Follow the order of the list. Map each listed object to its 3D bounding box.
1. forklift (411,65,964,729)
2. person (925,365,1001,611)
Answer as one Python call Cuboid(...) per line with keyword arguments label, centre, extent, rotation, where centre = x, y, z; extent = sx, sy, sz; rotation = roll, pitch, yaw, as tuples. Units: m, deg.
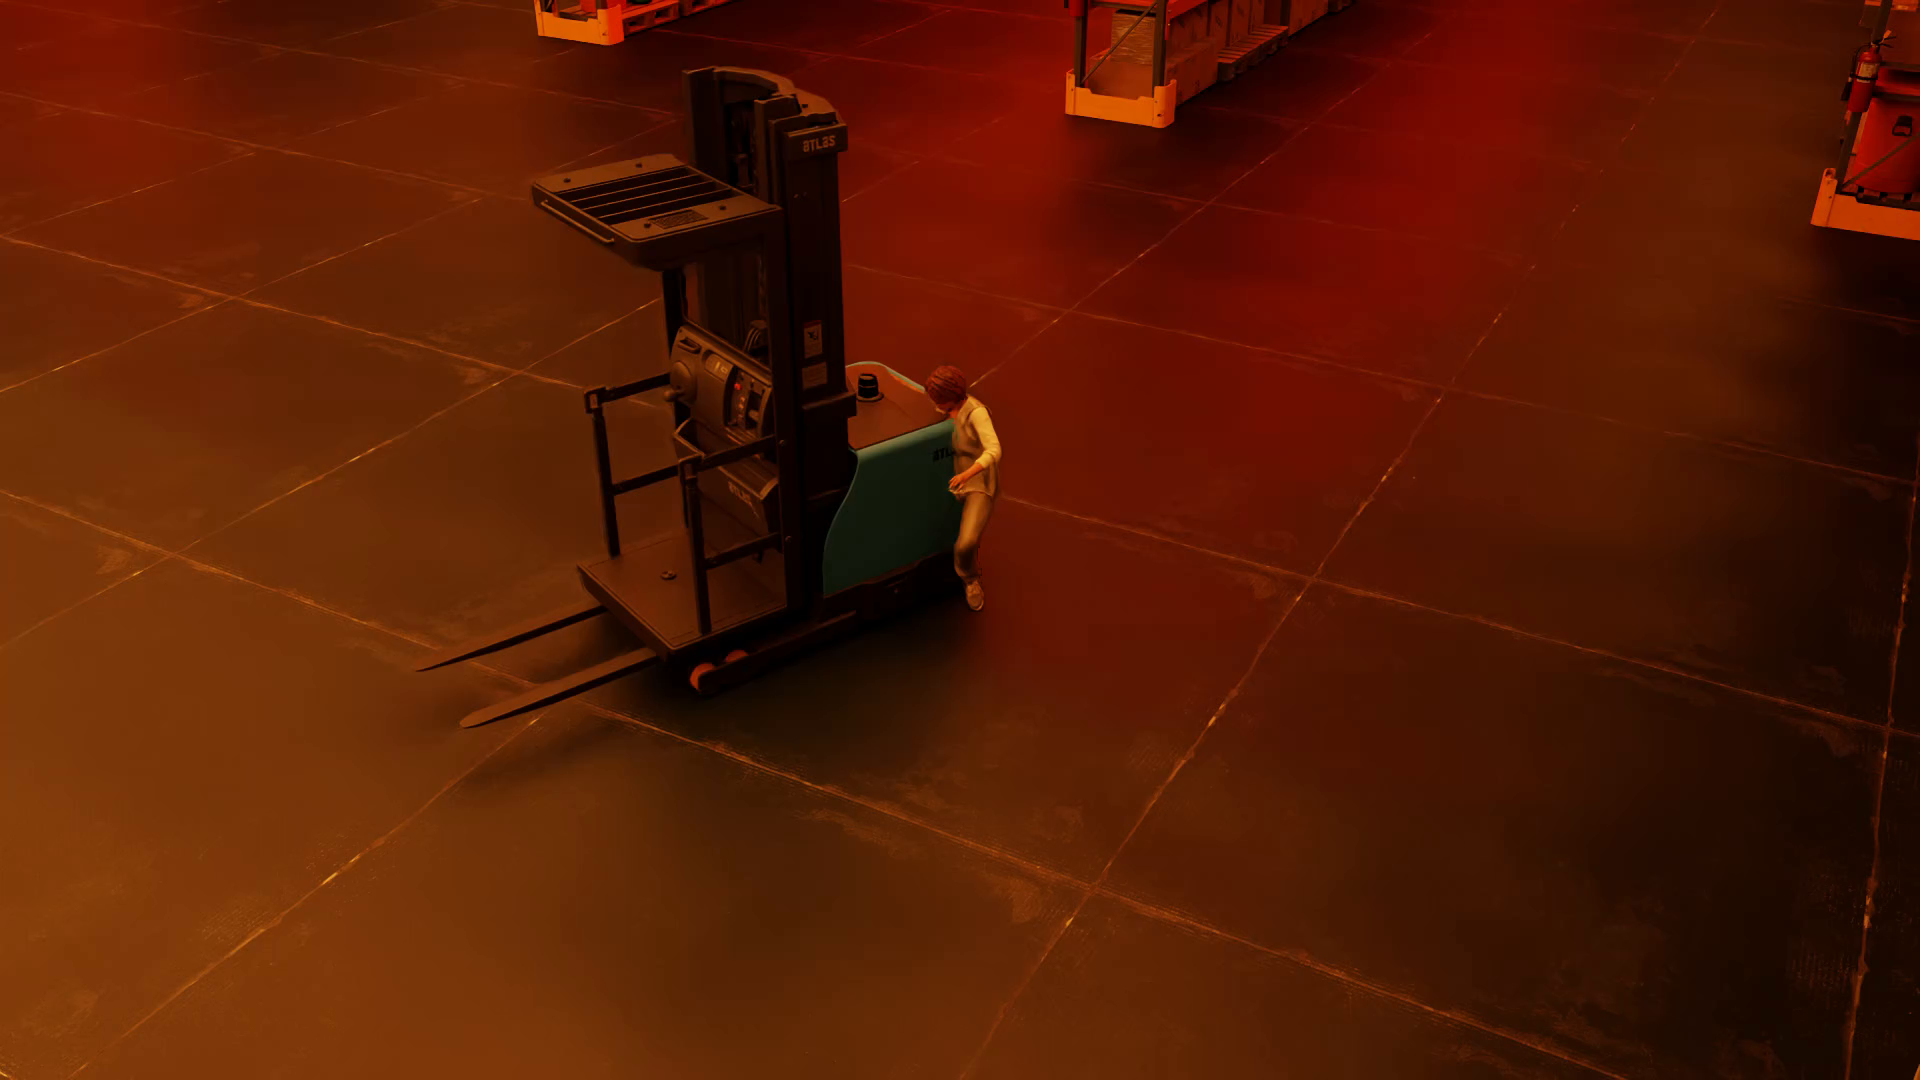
Cuboid(label="forklift", centre=(-1.390, -0.765, 8.397), extent=(3.031, 2.935, 1.130), rotation=(-21, 36, -32))
Cuboid(label="person", centre=(-0.128, -0.284, 9.104), extent=(0.689, 1.364, 0.846), rotation=(-23, 37, -34))
